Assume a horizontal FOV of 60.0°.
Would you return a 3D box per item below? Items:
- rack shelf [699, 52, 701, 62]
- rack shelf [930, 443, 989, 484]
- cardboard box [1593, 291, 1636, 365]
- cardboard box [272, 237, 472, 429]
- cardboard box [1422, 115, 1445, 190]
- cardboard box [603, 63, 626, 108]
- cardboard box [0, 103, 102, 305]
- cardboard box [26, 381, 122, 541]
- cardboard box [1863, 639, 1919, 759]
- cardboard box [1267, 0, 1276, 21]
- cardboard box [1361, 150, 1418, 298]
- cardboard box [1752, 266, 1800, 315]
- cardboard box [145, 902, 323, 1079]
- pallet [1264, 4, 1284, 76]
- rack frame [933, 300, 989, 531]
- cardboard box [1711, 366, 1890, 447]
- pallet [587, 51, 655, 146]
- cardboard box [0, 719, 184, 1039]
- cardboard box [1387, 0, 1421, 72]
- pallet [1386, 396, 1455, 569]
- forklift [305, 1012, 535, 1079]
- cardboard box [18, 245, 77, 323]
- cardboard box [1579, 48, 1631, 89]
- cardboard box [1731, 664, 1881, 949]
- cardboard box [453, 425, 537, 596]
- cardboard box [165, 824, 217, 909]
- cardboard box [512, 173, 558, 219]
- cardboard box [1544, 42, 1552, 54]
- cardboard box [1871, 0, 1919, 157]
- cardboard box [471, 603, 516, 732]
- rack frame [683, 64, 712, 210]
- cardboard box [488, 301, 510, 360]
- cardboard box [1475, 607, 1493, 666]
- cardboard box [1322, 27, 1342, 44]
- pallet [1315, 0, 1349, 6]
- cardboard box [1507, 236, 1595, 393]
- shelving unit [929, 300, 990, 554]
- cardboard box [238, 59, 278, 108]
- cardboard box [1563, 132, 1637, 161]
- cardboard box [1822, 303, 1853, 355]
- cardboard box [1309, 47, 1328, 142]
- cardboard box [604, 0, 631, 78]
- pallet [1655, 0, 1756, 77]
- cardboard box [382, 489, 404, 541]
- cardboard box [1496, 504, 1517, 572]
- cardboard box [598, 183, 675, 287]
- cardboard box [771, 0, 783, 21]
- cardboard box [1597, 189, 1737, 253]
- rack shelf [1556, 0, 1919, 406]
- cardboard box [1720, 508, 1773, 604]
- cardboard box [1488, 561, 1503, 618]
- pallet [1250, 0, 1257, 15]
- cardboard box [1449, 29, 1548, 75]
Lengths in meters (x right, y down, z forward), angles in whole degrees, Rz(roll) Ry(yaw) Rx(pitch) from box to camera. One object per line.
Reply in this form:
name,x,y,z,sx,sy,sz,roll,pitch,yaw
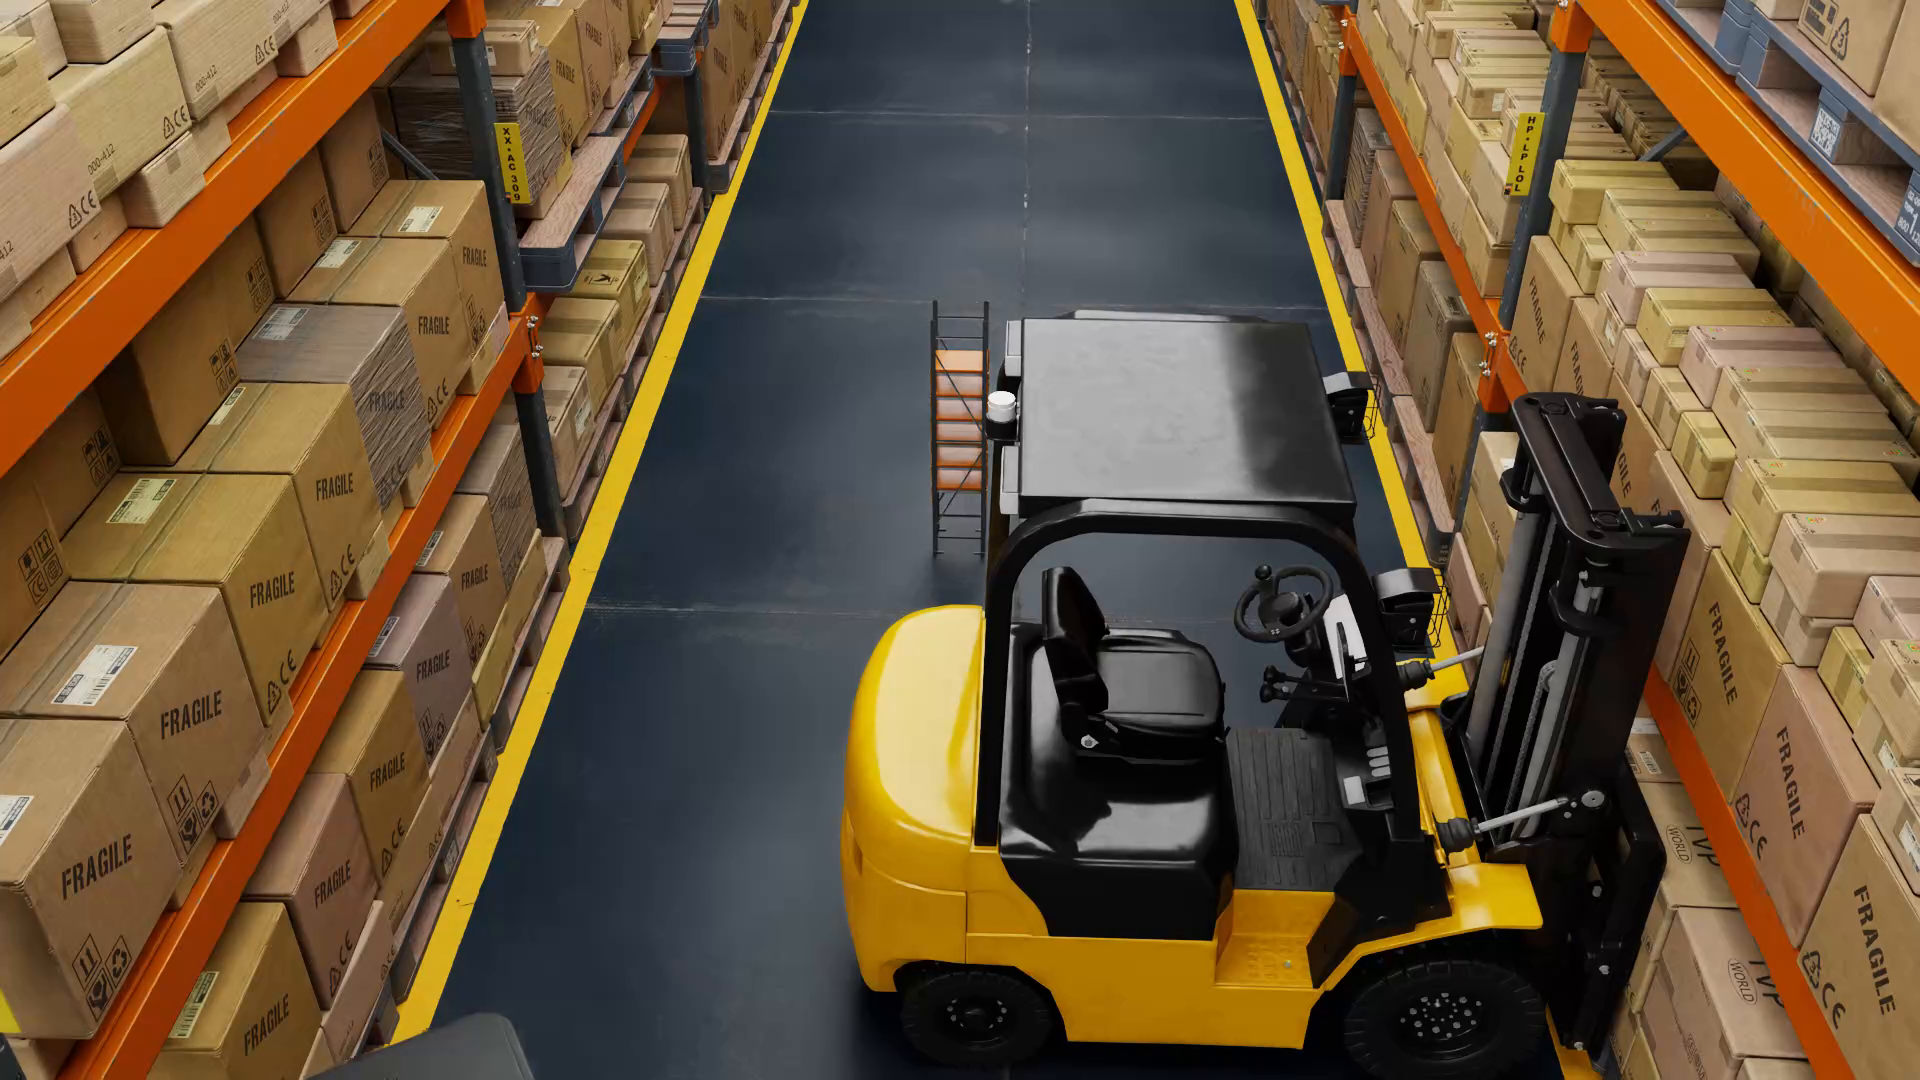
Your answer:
rack shelf,-2.045,-4.271,11.844,1.077,0.370,4.000,1,35,2
rack shelf,-0.001,-0.348,7.488,0.258,0.103,0.180,1,35,2
cardboard box,2.322,-0.695,5.480,0.380,0.149,0.250,2,35,3
cardboard box,-2.070,-0.724,5.825,0.500,0.500,0.500,2,35,3
cardboard box,2.497,-1.813,7.852,0.500,0.250,0.500,2,35,2
cardboard box,-1.868,-2.245,8.190,0.380,0.149,0.250,3,35,4
cardboard box,-2.131,-0.679,3.371,0.500,0.250,0.500,1,35,1
cardboard box,-2.699,-0.276,4.319,0.700,0.500,0.500,1,35,1
cardboard box,2.279,0.361,3.718,0.380,0.149,0.250,2,35,3
cardboard box,2.750,-4.478,13.322,0.500,0.500,0.500,3,35,4
cardboard box,2.777,-1.770,9.360,0.875,0.625,0.625,2,35,3
cardboard box,2.923,-0.825,5.664,0.380,0.149,0.250,2,35,3
cardboard box,-2.138,1.356,4.586,0.500,0.500,0.500,0,35,0
pallet,3.000,-3.993,13.248,1.003,0.211,1.213,1,35,2
rack frame,0.003,-0.535,7.468,0.240,1.200,0.006,1,35,2
cardboard box,2.399,-0.372,4.760,0.380,0.149,0.250,1,35,2
pallet,-2.164,-2.199,8.438,1.003,0.211,1.213,1,35,2
cardboard box,-2.151,0.752,3.726,0.500,0.500,0.500,1,35,1
cardboard box,2.512,-2.610,8.550,0.500,0.250,0.500,0,35,1
pallet,2.664,-0.289,7.977,1.003,0.211,1.213,1,35,2
forklift,-0.817,1.918,2.471,3.031,2.935,1.130,-17,39,-23
cardboard box,-2.158,-0.575,3.569,0.380,0.149,0.250,1,35,2
cardboard box,3.001,-2.095,7.471,0.380,0.149,0.250,1,35,2
cardboard box,2.300,0.665,4.108,0.500,0.500,0.500,2,35,3
cardboard box,-2.042,-0.125,6.694,0.500,0.500,0.500,1,35,1
cardboard box,-2.139,0.797,4.226,0.380,0.149,0.250,0,35,0
cardboard box,-1.949,-1.497,7.125,0.380,0.149,0.250,2,35,3
cardboard box,3.024,-2.312,8.126,0.500,0.250,0.500,1,35,1
cardboard box,2.428,-1.034,3.465,0.700,0.500,0.500,2,35,2
cardboard box,-2.053,0.487,6.474,0.500,0.250,0.500,0,35,1
rack frame,-2.126,-3.416,10.002,1.000,3.000,0.127,1,35,2
cardboard box,-1.995,-0.823,6.531,0.380,0.149,0.250,1,35,1
cardboard box,2.318,0.510,6.442,0.500,0.250,0.500,1,35,1
cardboard box,2.635,-3.315,11.103,0.380,0.149,0.250,0,35,0
pallet,2.791,-3.616,10.454,1.213,0.211,1.003,1,35,2
cardboard box,2.395,-0.797,6.189,0.500,0.500,0.500,0,35,1
shelving unit,-0.001,-0.483,7.393,0.258,1.200,0.189,1,35,2
cardboard box,-2.145,-1.316,4.624,0.380,0.149,0.250,2,35,3
cardboard box,2.465,-1.513,6.643,0.380,0.149,0.250,2,35,4
cardboard box,2.936,-0.654,5.162,0.380,0.149,0.250,1,35,1
cardboard box,2.667,-2.988,11.201,0.500,0.500,0.500,1,35,1
cardboard box,-1.918,-2.582,8.104,0.500,0.500,0.500,0,35,0
pallet,2.665,-1.706,5.037,1.003,0.211,1.213,1,35,2
cardboard box,-2.072,-0.093,5.493,0.380,0.149,0.250,1,35,1
cardboard box,2.310,0.103,6.151,0.500,0.250,0.500,1,35,2
cardboard box,-2.180,-1.764,9.572,0.950,0.372,0.625,1,35,1
cardboard box,-1.910,-4.659,13.253,0.875,0.875,0.875,2,35,3
cardboard box,2.462,-1.104,5.803,0.380,0.149,0.250,2,35,3
rack shelf,2.593,-0.789,4.281,1.077,0.370,4.000,1,35,2
cardboard box,2.274,0.043,4.429,0.380,0.149,0.250,2,35,2
cardboard box,2.327,0.303,6.301,0.500,0.250,0.500,1,35,2
pallet,3.023,-4.855,14.475,1.003,0.211,1.213,1,35,2
cardboard box,2.487,-2.248,7.689,0.380,0.149,0.250,2,35,2
